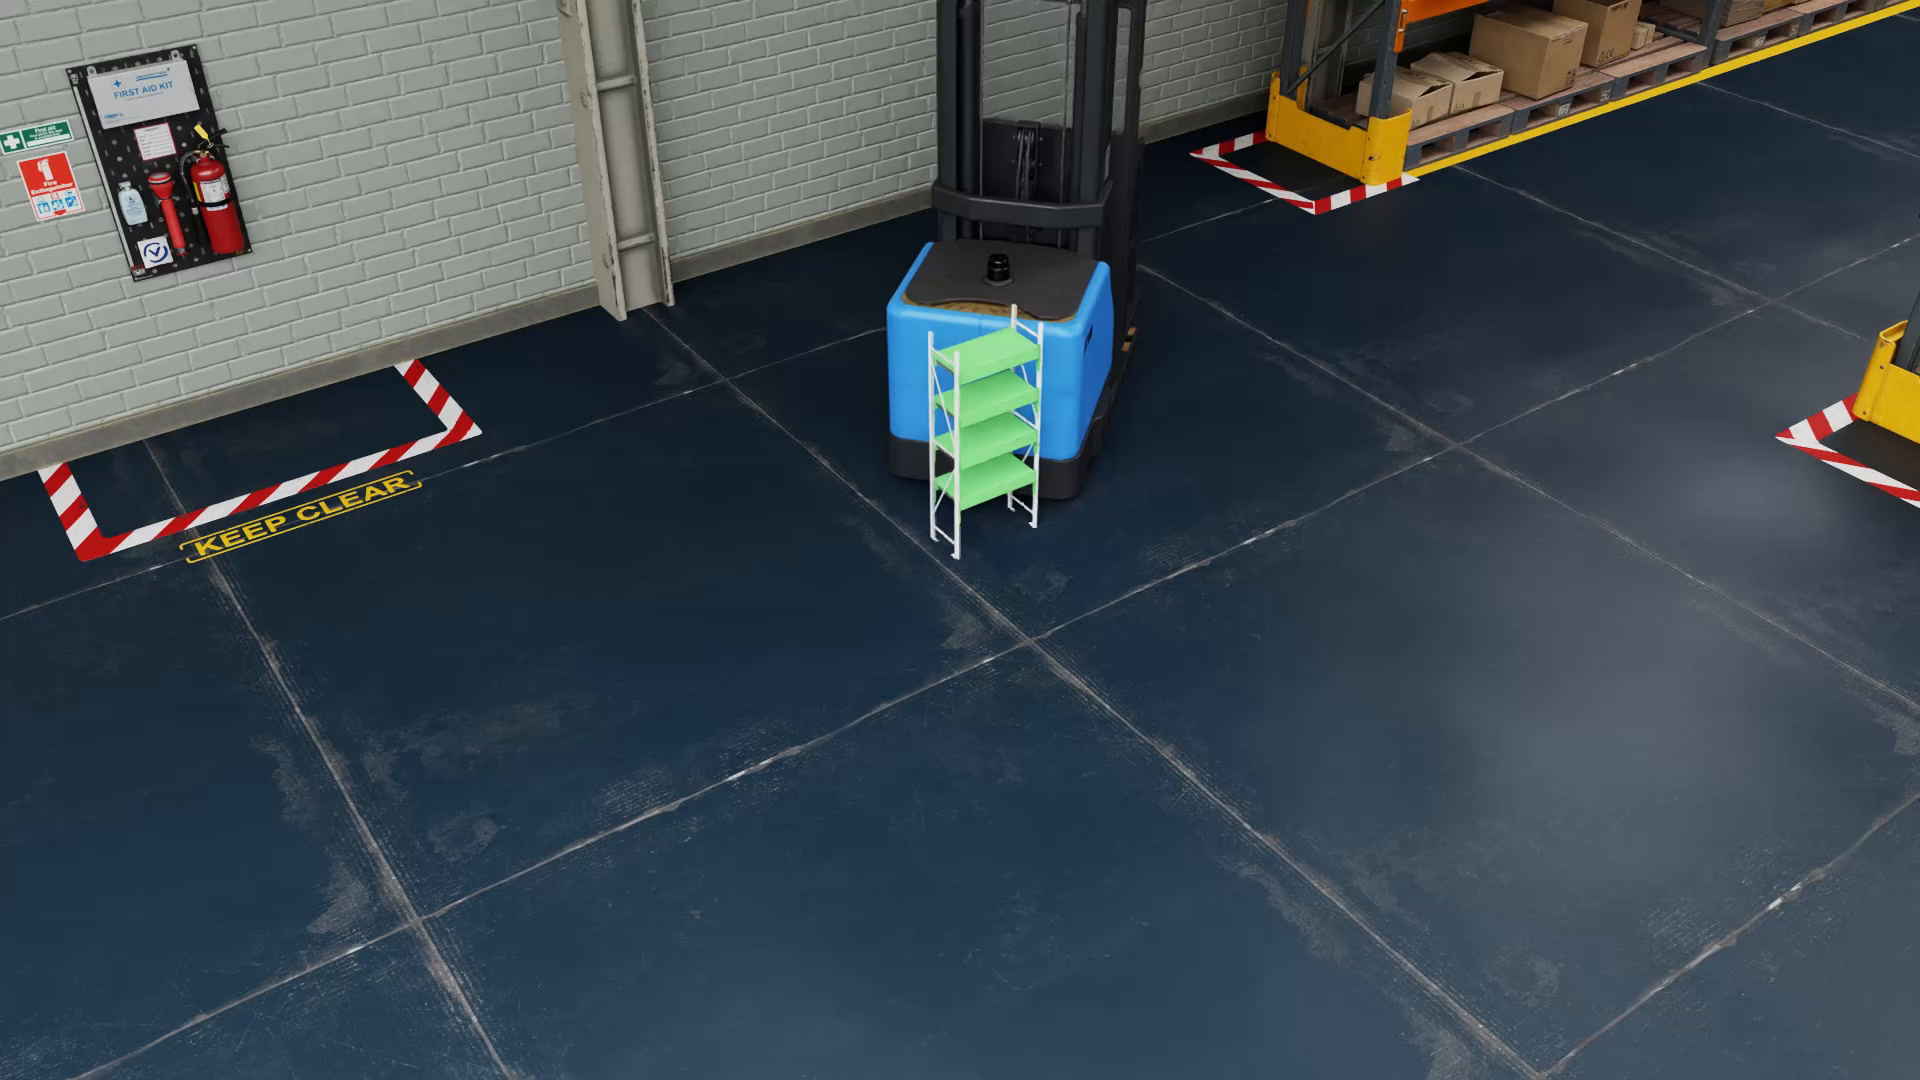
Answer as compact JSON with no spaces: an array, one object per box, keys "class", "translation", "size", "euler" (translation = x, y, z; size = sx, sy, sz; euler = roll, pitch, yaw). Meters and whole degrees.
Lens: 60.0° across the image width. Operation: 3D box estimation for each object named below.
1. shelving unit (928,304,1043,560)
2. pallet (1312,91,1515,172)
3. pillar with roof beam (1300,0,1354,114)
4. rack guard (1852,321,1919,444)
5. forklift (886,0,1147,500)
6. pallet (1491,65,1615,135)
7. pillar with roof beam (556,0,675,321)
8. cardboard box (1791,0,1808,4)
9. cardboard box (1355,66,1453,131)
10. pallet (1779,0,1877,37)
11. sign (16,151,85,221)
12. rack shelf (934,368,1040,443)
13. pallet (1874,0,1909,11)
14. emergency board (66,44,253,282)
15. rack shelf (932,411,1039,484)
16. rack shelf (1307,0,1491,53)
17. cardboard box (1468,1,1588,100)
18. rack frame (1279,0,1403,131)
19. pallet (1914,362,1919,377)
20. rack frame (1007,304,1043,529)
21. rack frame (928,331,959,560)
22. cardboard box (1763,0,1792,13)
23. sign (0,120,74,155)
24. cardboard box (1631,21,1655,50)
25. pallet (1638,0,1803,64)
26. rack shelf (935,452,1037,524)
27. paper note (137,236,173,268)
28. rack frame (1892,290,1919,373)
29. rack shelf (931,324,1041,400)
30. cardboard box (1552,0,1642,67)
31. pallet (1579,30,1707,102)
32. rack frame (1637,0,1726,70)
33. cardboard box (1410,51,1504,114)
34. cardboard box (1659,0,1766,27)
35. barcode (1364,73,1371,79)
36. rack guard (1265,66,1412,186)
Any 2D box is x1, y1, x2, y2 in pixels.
[{"class":"shelving unit","translation":[0.124,-0.524,8.265],"size":[0.503,1.200,0.258],"euler":[-22,41,-27]},{"class":"pallet","translation":[3.503,-3.257,12.911],"size":[1.213,0.211,1.003],"euler":[-22,41,-28]},{"class":"pillar with roof beam","translation":[5.310,-5.136,7.997],"size":[0.400,9.000,9.100],"euler":[-22,41,-28]},{"class":"rack guard","translation":[5.593,-0.721,9.138],"size":[0.348,0.500,1.175],"euler":[-22,41,-28]},{"class":"forklift","translation":[0.477,-2.262,9.198],"size":[1.130,2.935,3.031],"euler":[9,37,12]},{"class":"pallet","translation":[4.499,-3.665,13.478],"size":[1.213,0.211,1.003],"euler":[-22,41,-28]},{"class":"pillar with roof beam","translation":[0.406,-3.118,5.191],"size":[0.400,9.000,9.100],"euler":[-22,41,-28]},{"class":"cardboard box","translation":[7.452,-5.222,15.019],"size":[0.500,0.500,0.700],"euler":[-22,41,-27]},{"class":"cardboard box","translation":[3.373,-3.384,12.625],"size":[0.500,0.311,0.500],"euler":[-28,44,-33]},{"class":"pallet","translation":[7.659,-4.995,15.328],"size":[1.213,0.211,1.003],"euler":[-22,41,-28]},{"class":"sign","translation":[-4.628,-1.802,8.469],"size":[0.234,0.329,0.001],"euler":[-22,41,-28]},{"class":"rack shelf","translation":[0.124,-0.667,8.162],"size":[0.480,0.148,0.258],"euler":[-22,41,-27]},{"class":"pallet","translation":[8.656,-5.403,15.896],"size":[1.213,0.211,1.003],"euler":[-22,41,-28]},{"class":"emergency board","translation":[-4.116,-1.924,8.669],"size":[0.643,1.169,0.194],"euler":[-22,41,-28]},{"class":"rack shelf","translation":[0.124,-0.472,8.302],"size":[0.480,0.148,0.258],"euler":[-22,41,-27]},{"class":"rack shelf","translation":[4.391,-4.487,12.850],"size":[4.000,0.370,1.077],"euler":[-22,41,-28]},{"class":"cardboard box","translation":[4.468,-3.875,13.146],"size":[0.500,0.500,0.700],"euler":[-25,43,-31]},{"class":"rack frame","translation":[2.756,-4.107,11.704],"size":[0.127,3.000,1.000],"euler":[-22,41,-28]},{"class":"pallet","translation":[6.214,-0.889,9.619],"size":[1.213,0.211,1.003],"euler":[-22,41,-28]},{"class":"rack frame","translation":[0.325,-0.605,8.377],"size":[0.015,1.200,0.240],"euler":[-22,41,-27]},{"class":"rack frame","translation":[-0.077,-0.444,8.153],"size":[0.015,1.200,0.240],"euler":[-22,41,-27]},{"class":"cardboard box","translation":[7.011,-5.069,14.807],"size":[0.500,0.500,0.700],"euler":[-23,42,-29]},{"class":"sign","translation":[-4.619,-2.014,8.310],"size":[0.331,0.109,0.001],"euler":[-22,41,-28]},{"class":"cardboard box","translation":[5.606,-4.286,14.004],"size":[0.250,0.166,0.380],"euler":[-28,44,-33]},{"class":"pallet","translation":[6.661,-4.583,14.754],"size":[1.213,0.211,1.003],"euler":[-22,41,-28]},{"class":"rack shelf","translation":[0.124,-0.278,8.442],"size":[0.480,0.148,0.258],"euler":[-22,41,-27]},{"class":"paper note","translation":[-4.301,-1.540,8.890],"size":[0.142,0.148,0.016],"euler":[-22,41,-28]},{"class":"rack frame","translation":[5.613,-1.744,8.419],"size":[0.127,3.000,1.000],"euler":[-22,41,-28]},{"class":"rack shelf","translation":[0.124,-0.862,8.022],"size":[0.480,0.148,0.258],"euler":[-22,41,-27]},{"class":"cardboard box","translation":[5.200,-4.248,13.665],"size":[0.500,0.500,0.500],"euler":[-26,43,-31]},{"class":"pallet","translation":[5.497,-4.077,14.052],"size":[1.213,0.211,1.003],"euler":[-22,41,-28]},{"class":"rack frame","translation":[6.026,-5.452,13.575],"size":[0.127,3.000,1.000],"euler":[-22,41,-28]},{"class":"cardboard box","translation":[3.839,-3.575,12.892],"size":[0.500,0.311,0.500],"euler":[-19,40,-24]},{"class":"cardboard box","translation":[6.618,-4.871,14.532],"size":[0.500,0.500,0.700],"euler":[-21,41,-26]},{"class":"barcode","translation":[3.158,-3.584,12.896],"size":[0.075,0.075,0.001],"euler":[-22,41,-28]},{"class":"rack guard","translation":[2.818,-3.118,12.470],"size":[0.348,0.500,1.175],"euler":[-22,41,-28]}]
